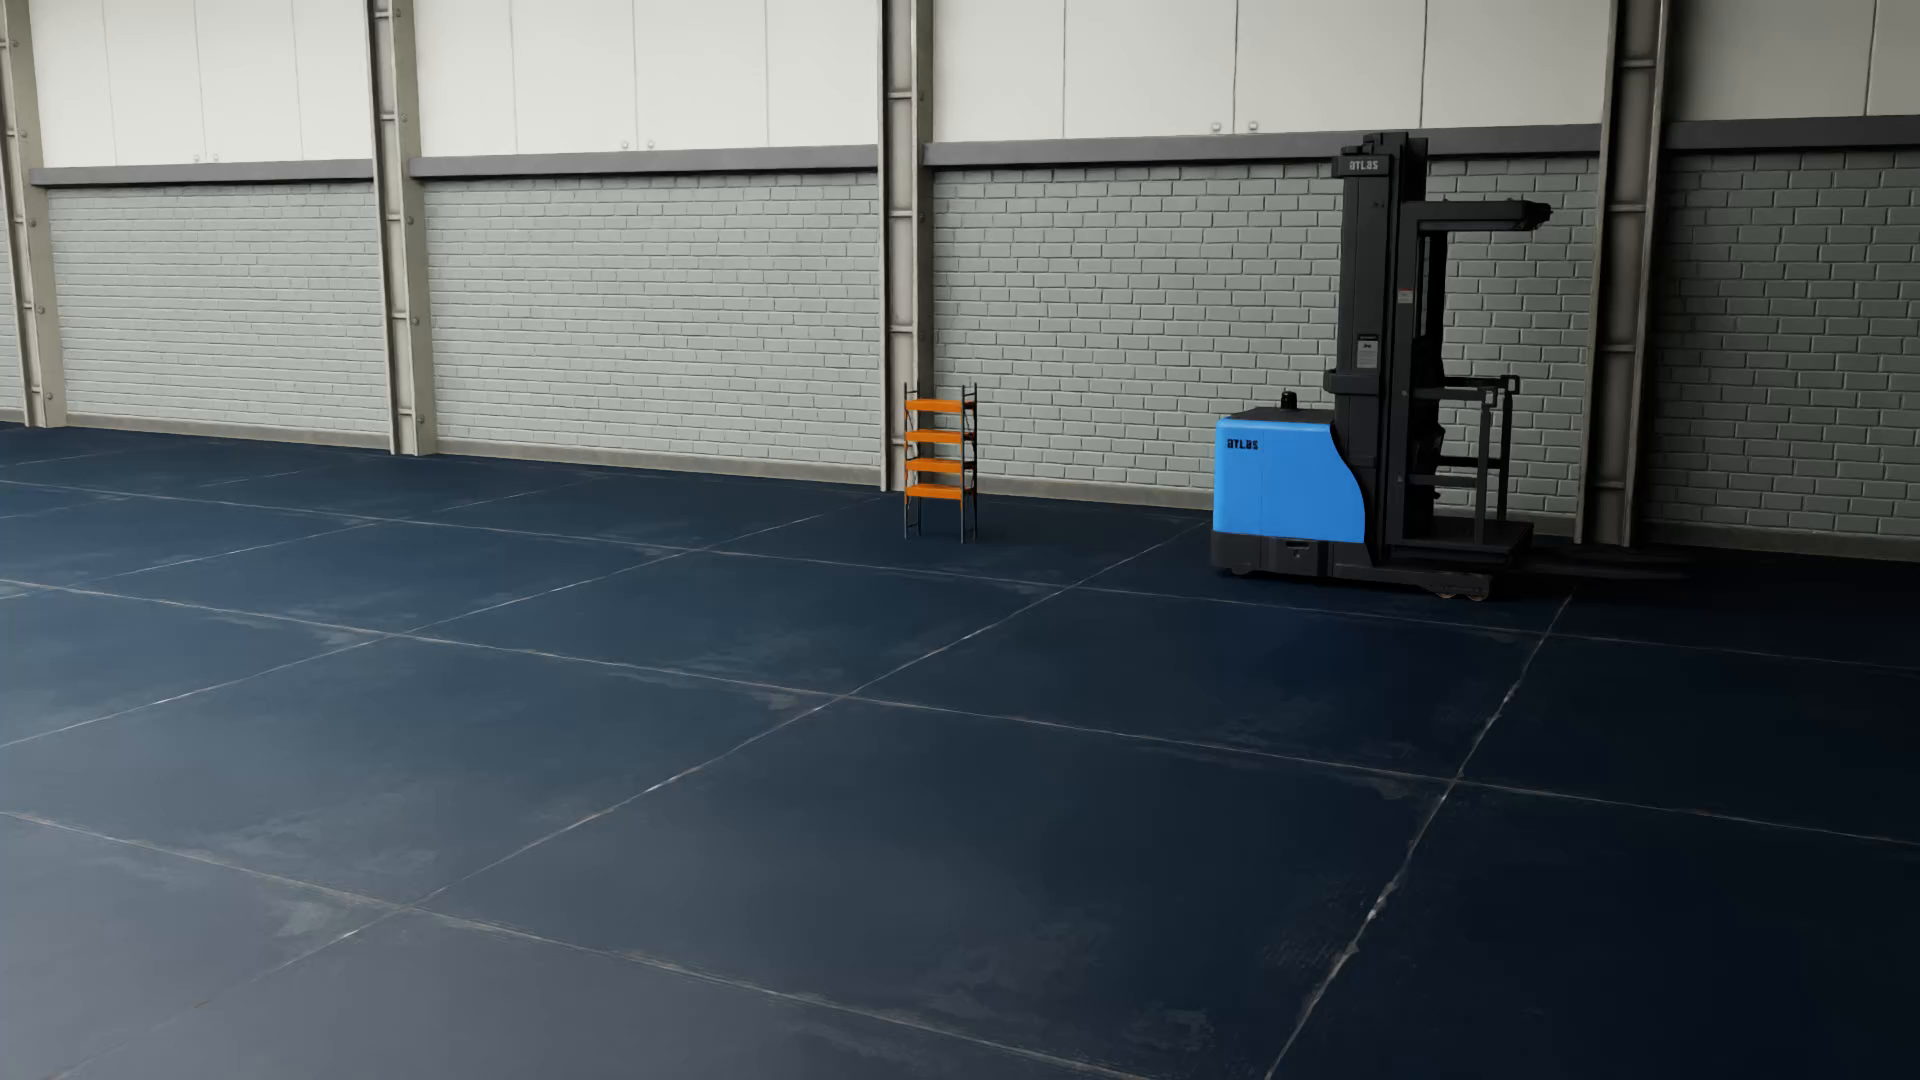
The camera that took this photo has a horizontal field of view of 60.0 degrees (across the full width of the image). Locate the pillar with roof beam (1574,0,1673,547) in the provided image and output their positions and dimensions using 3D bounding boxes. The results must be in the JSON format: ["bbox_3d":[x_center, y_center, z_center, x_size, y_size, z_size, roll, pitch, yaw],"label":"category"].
[{"bbox_3d":[2.993,-3.726,8.049,0.400,9.000,9.100,5,11,26],"label":"pillar with roof beam"}]

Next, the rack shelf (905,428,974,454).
[{"bbox_3d":[-0.148,-0.757,12.668,0.480,0.148,0.258,5,11,26],"label":"rack shelf"}]

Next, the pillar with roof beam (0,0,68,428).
[{"bbox_3d":[-13.149,-5.144,15.886,0.400,9.000,9.100,5,11,26],"label":"pillar with roof beam"}]

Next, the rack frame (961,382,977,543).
[{"bbox_3d":[0.070,-0.584,12.589,0.015,1.200,0.240,5,11,26],"label":"rack frame"}]

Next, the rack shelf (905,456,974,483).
[{"bbox_3d":[-0.148,-0.537,12.707,0.480,0.148,0.258,5,11,26],"label":"rack shelf"}]

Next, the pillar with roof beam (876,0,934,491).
[{"bbox_3d":[-2.387,-4.199,10.661,0.400,9.000,9.100,5,11,26],"label":"pillar with roof beam"}]

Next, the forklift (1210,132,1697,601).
[{"bbox_3d":[3.269,-1.161,10.915,3.031,2.935,1.130,5,11,25],"label":"forklift"}]

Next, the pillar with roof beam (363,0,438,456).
[{"bbox_3d":[-7.768,-4.671,13.274,0.400,9.000,9.100,5,11,26],"label":"pillar with roof beam"}]

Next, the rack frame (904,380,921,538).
[{"bbox_3d":[-0.367,-0.623,12.802,0.015,1.200,0.240,5,11,26],"label":"rack frame"}]

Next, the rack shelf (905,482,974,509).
[{"bbox_3d":[-0.148,-0.342,12.743,0.480,0.148,0.258,5,11,26],"label":"rack shelf"}]

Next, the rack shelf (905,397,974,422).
[{"bbox_3d":[-0.148,-0.990,12.625,0.480,0.148,0.258,5,11,26],"label":"rack shelf"}]

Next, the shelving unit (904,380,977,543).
[{"bbox_3d":[-0.148,-0.603,12.695,0.503,1.200,0.258,5,11,26],"label":"shelving unit"}]
